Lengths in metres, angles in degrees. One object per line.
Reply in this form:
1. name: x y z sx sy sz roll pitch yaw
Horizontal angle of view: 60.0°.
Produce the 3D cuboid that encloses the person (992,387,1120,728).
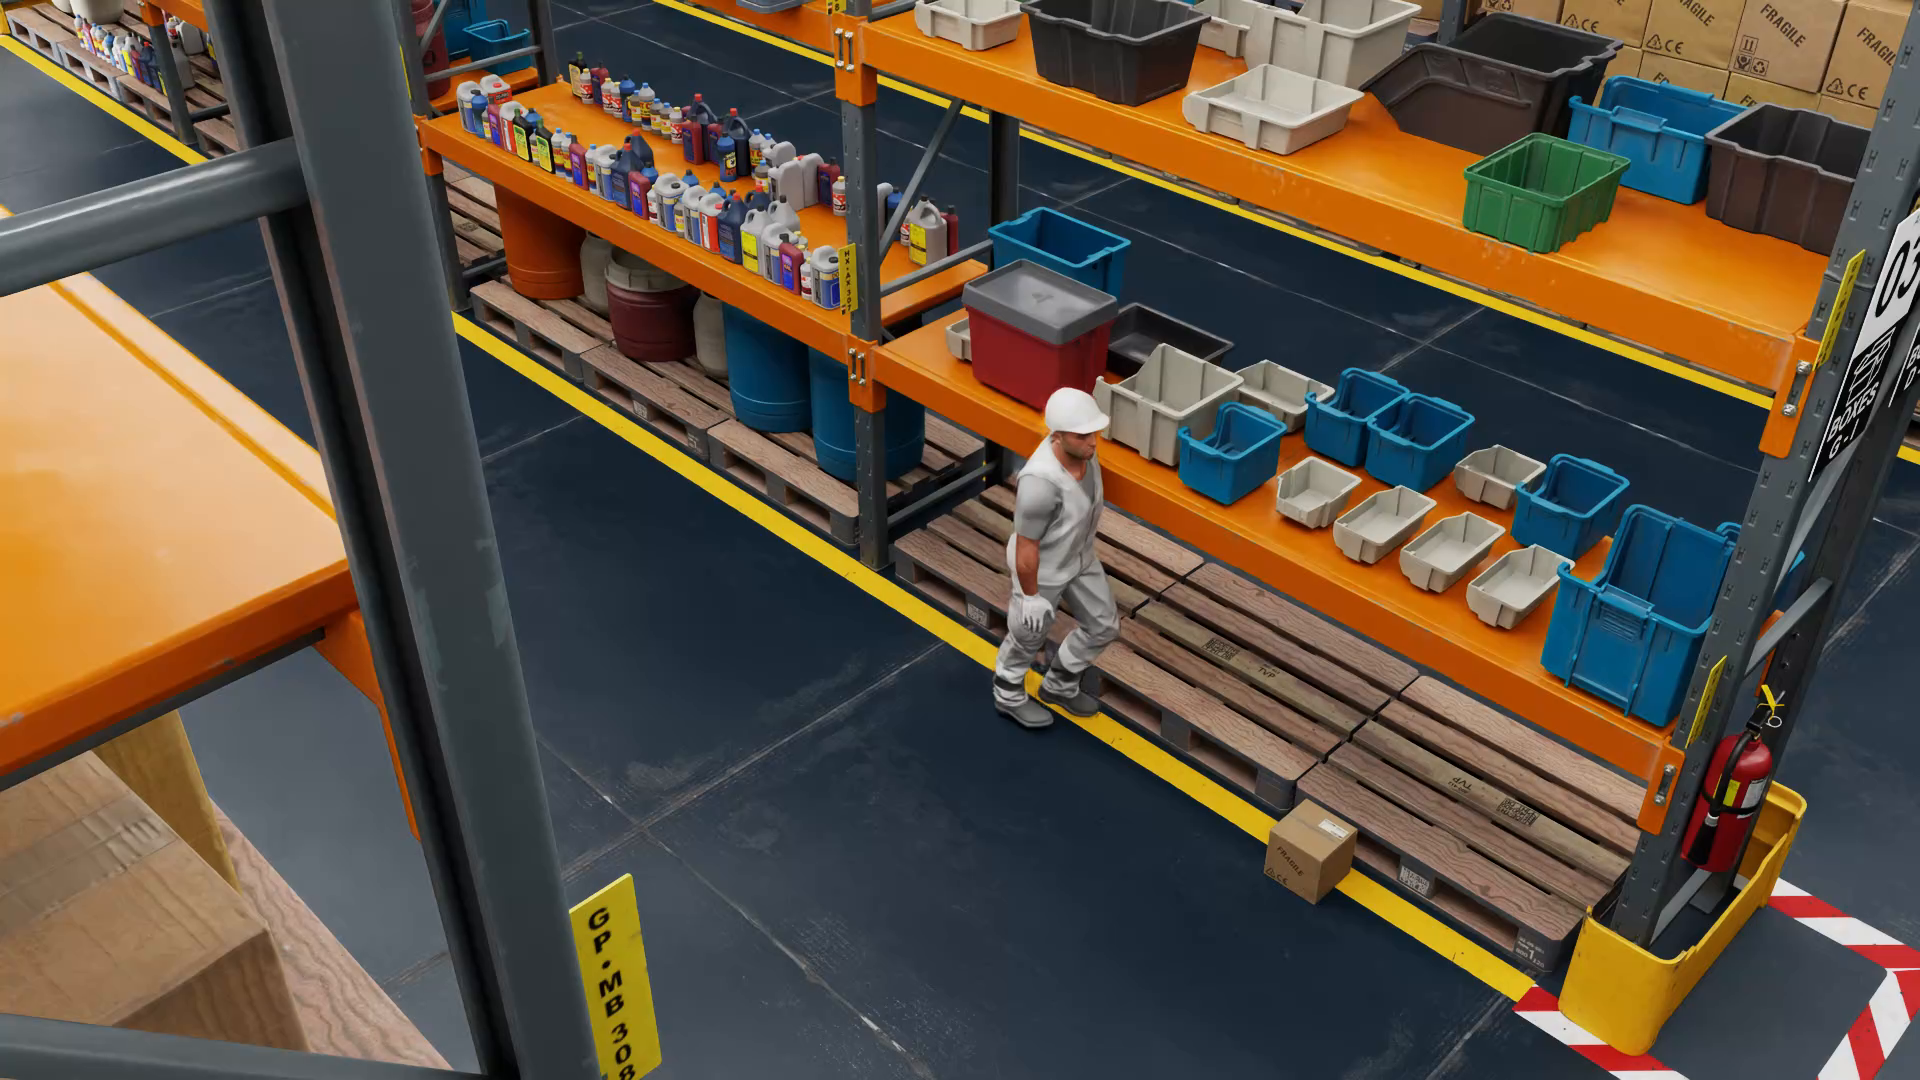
1. person: 0.380 0.107 6.948 0.527 1.776 0.580 22 41 28
